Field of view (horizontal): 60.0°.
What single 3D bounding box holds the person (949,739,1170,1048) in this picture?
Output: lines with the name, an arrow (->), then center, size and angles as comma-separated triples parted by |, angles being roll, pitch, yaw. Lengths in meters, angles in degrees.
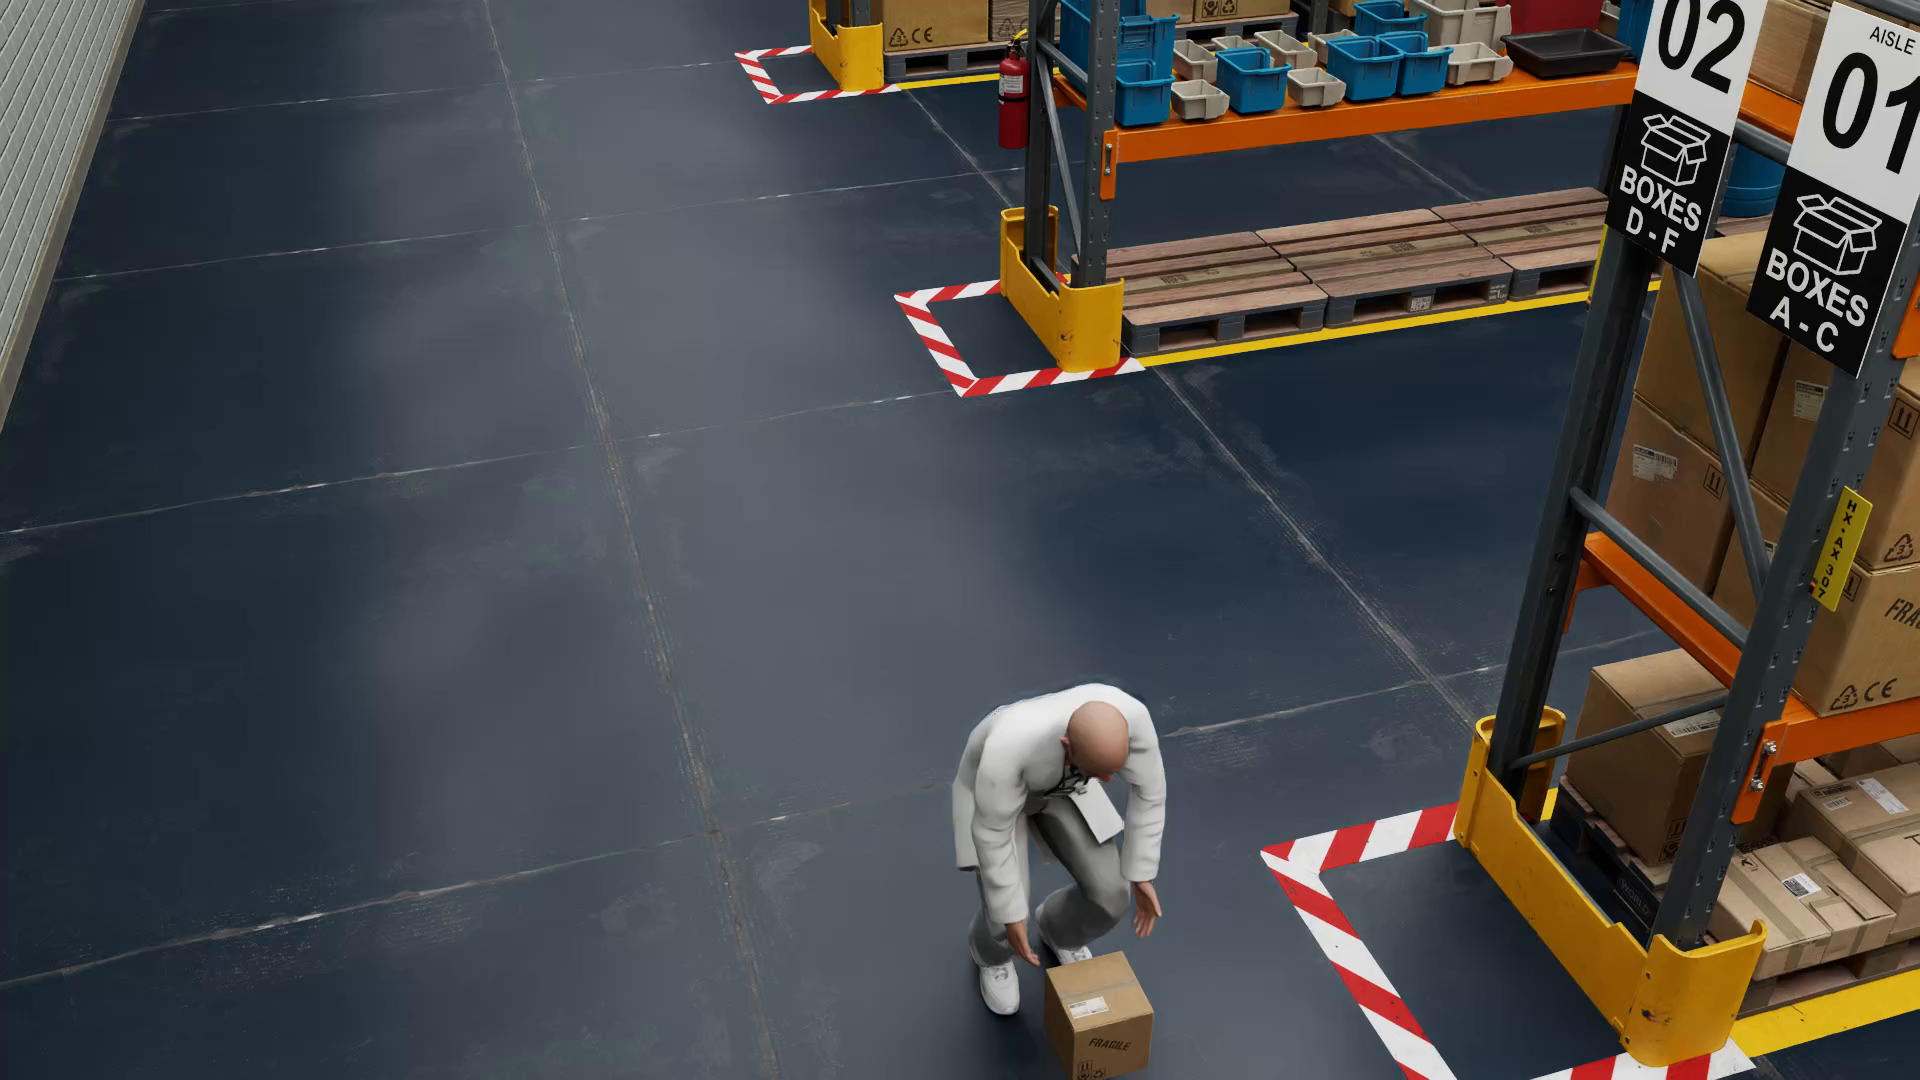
person -> 0.298, 1.020, 5.208 | 0.618, 1.122, 0.863 | -10, 35, -15
